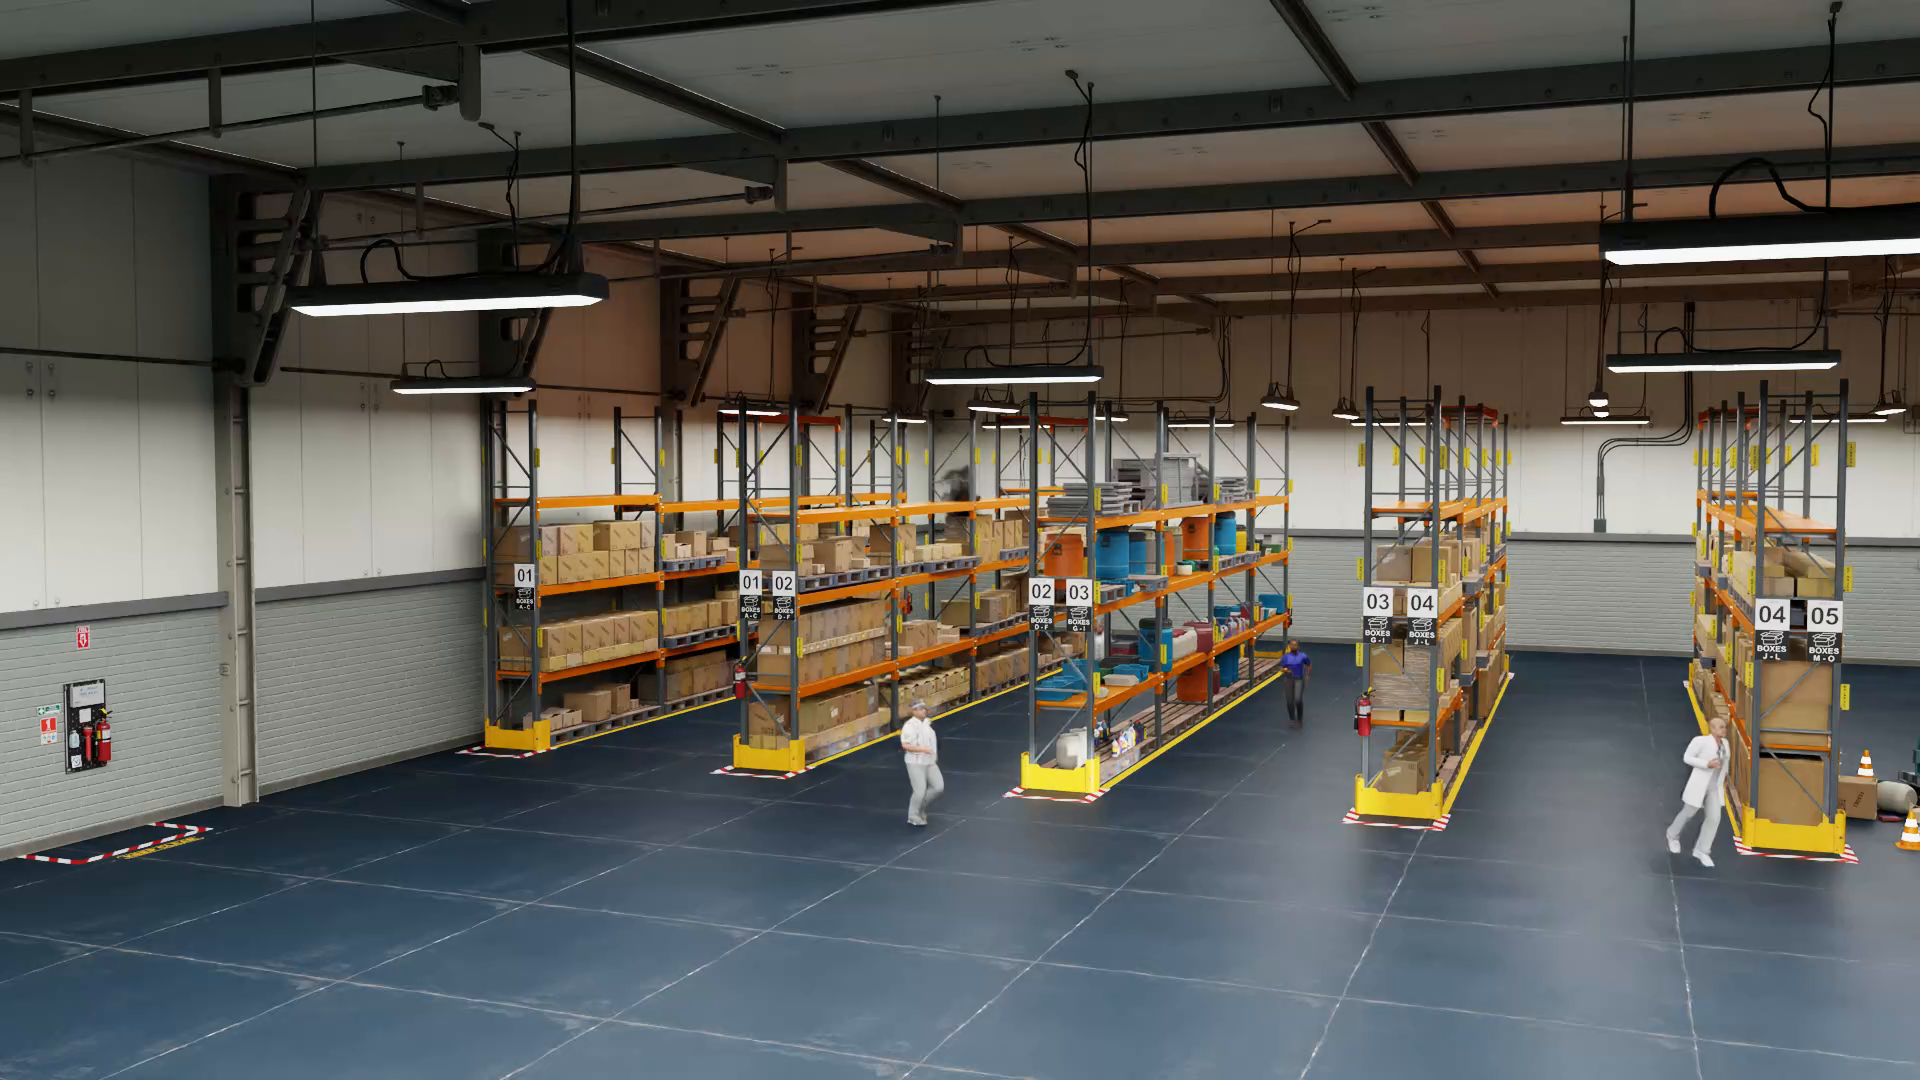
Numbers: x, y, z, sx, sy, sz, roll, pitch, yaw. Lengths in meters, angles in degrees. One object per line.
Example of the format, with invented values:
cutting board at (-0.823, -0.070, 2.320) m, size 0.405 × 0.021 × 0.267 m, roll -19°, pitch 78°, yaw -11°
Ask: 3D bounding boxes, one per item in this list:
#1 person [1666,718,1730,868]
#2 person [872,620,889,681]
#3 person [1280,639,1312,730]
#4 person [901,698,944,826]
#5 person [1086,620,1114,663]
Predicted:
person at (9.335, 3.097, 20.730) m, size 0.714 × 1.775 × 0.967 m, roll 0°, pitch 3°, yaw -5°
person at (-1.909, 2.319, 36.529) m, size 0.608 × 1.816 × 0.747 m, roll 1°, pitch 3°, yaw 13°
person at (6.178, 2.667, 30.675) m, size 0.544 × 1.664 × 0.688 m, roll 1°, pitch 3°, yaw 19°
person at (-0.474, 3.009, 22.563) m, size 0.602 × 1.744 × 0.650 m, roll 3°, pitch 4°, yaw 43°
person at (2.903, 2.470, 34.287) m, size 0.600 × 1.681 × 0.892 m, roll 1°, pitch 3°, yaw 12°
